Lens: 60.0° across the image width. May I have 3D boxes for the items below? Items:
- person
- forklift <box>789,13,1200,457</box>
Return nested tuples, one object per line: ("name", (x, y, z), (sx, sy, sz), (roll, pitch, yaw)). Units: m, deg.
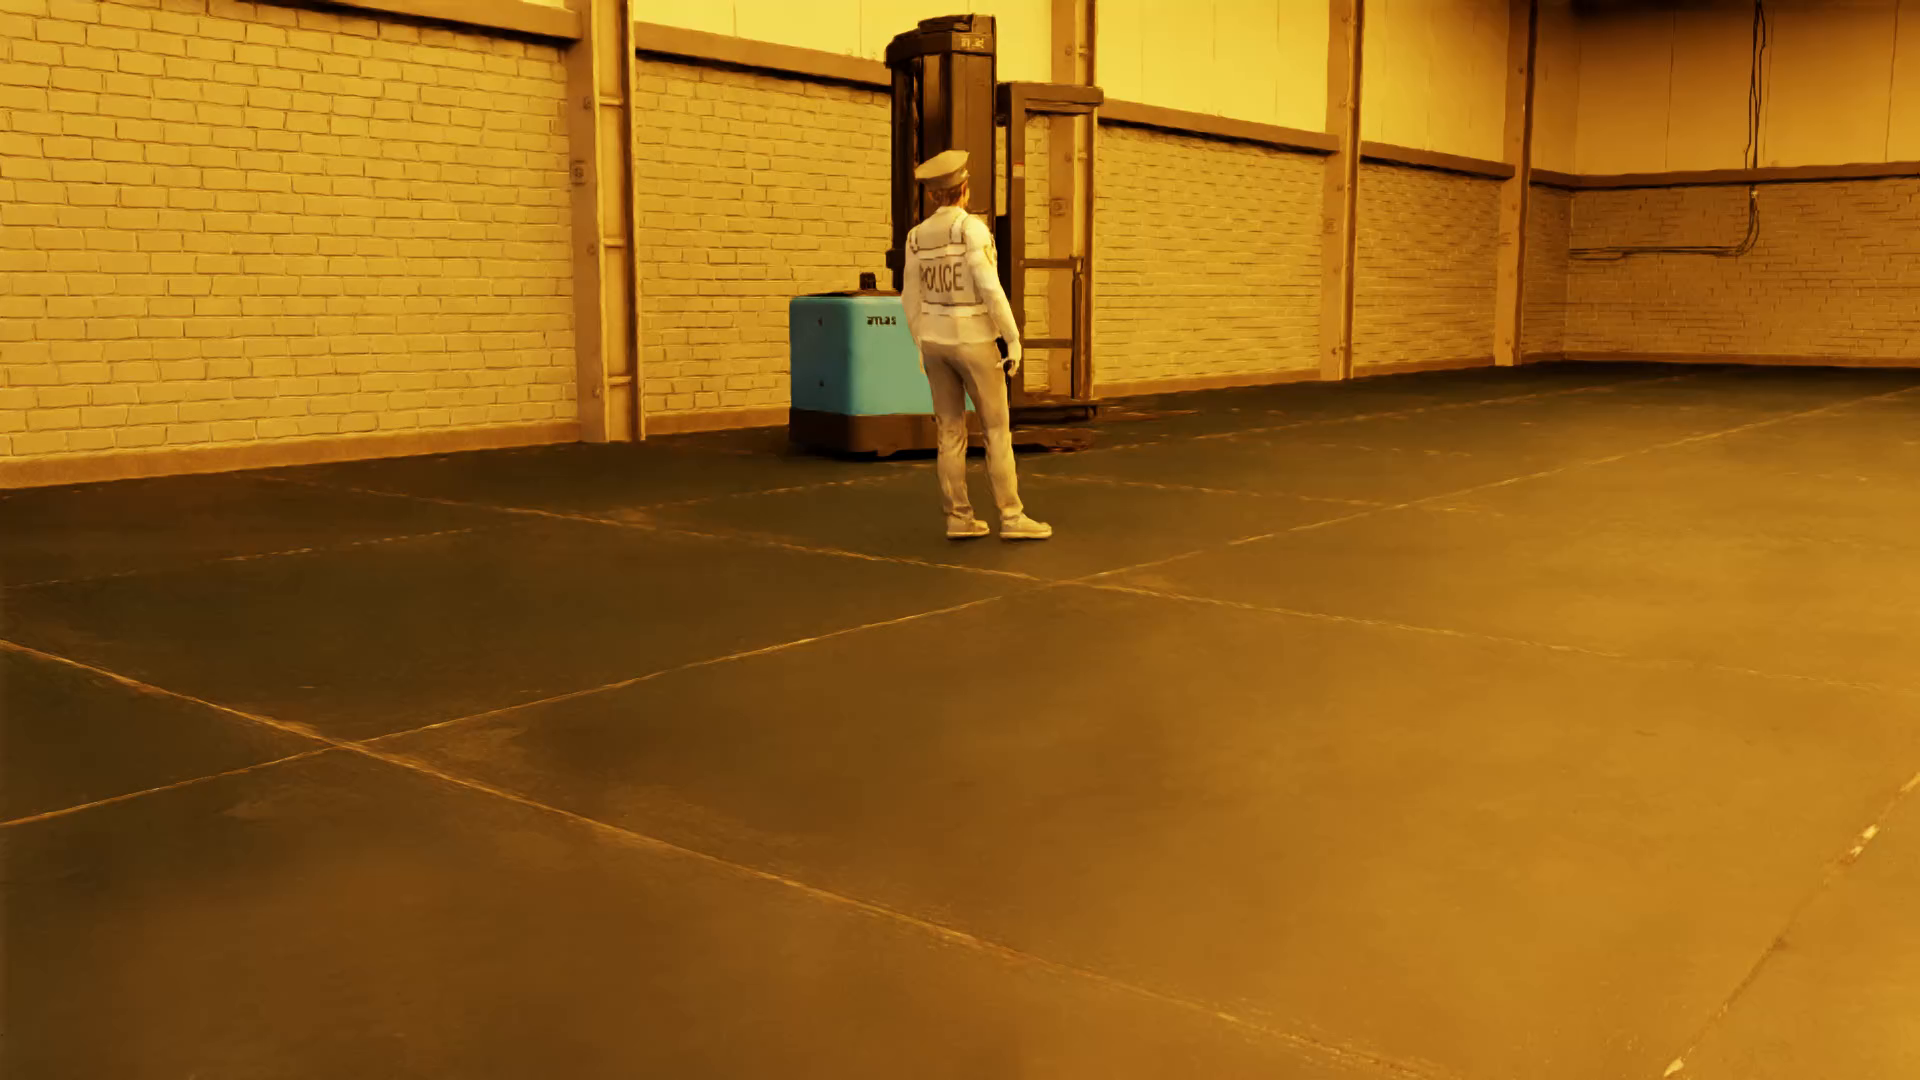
("person", (0.048, -0.853, 7.329), (0.586, 1.695, 0.533), (7, 11, 38))
("forklift", (0.332, -2.125, 11.805), (3.031, 2.935, 1.130), (-5, 10, -31))
